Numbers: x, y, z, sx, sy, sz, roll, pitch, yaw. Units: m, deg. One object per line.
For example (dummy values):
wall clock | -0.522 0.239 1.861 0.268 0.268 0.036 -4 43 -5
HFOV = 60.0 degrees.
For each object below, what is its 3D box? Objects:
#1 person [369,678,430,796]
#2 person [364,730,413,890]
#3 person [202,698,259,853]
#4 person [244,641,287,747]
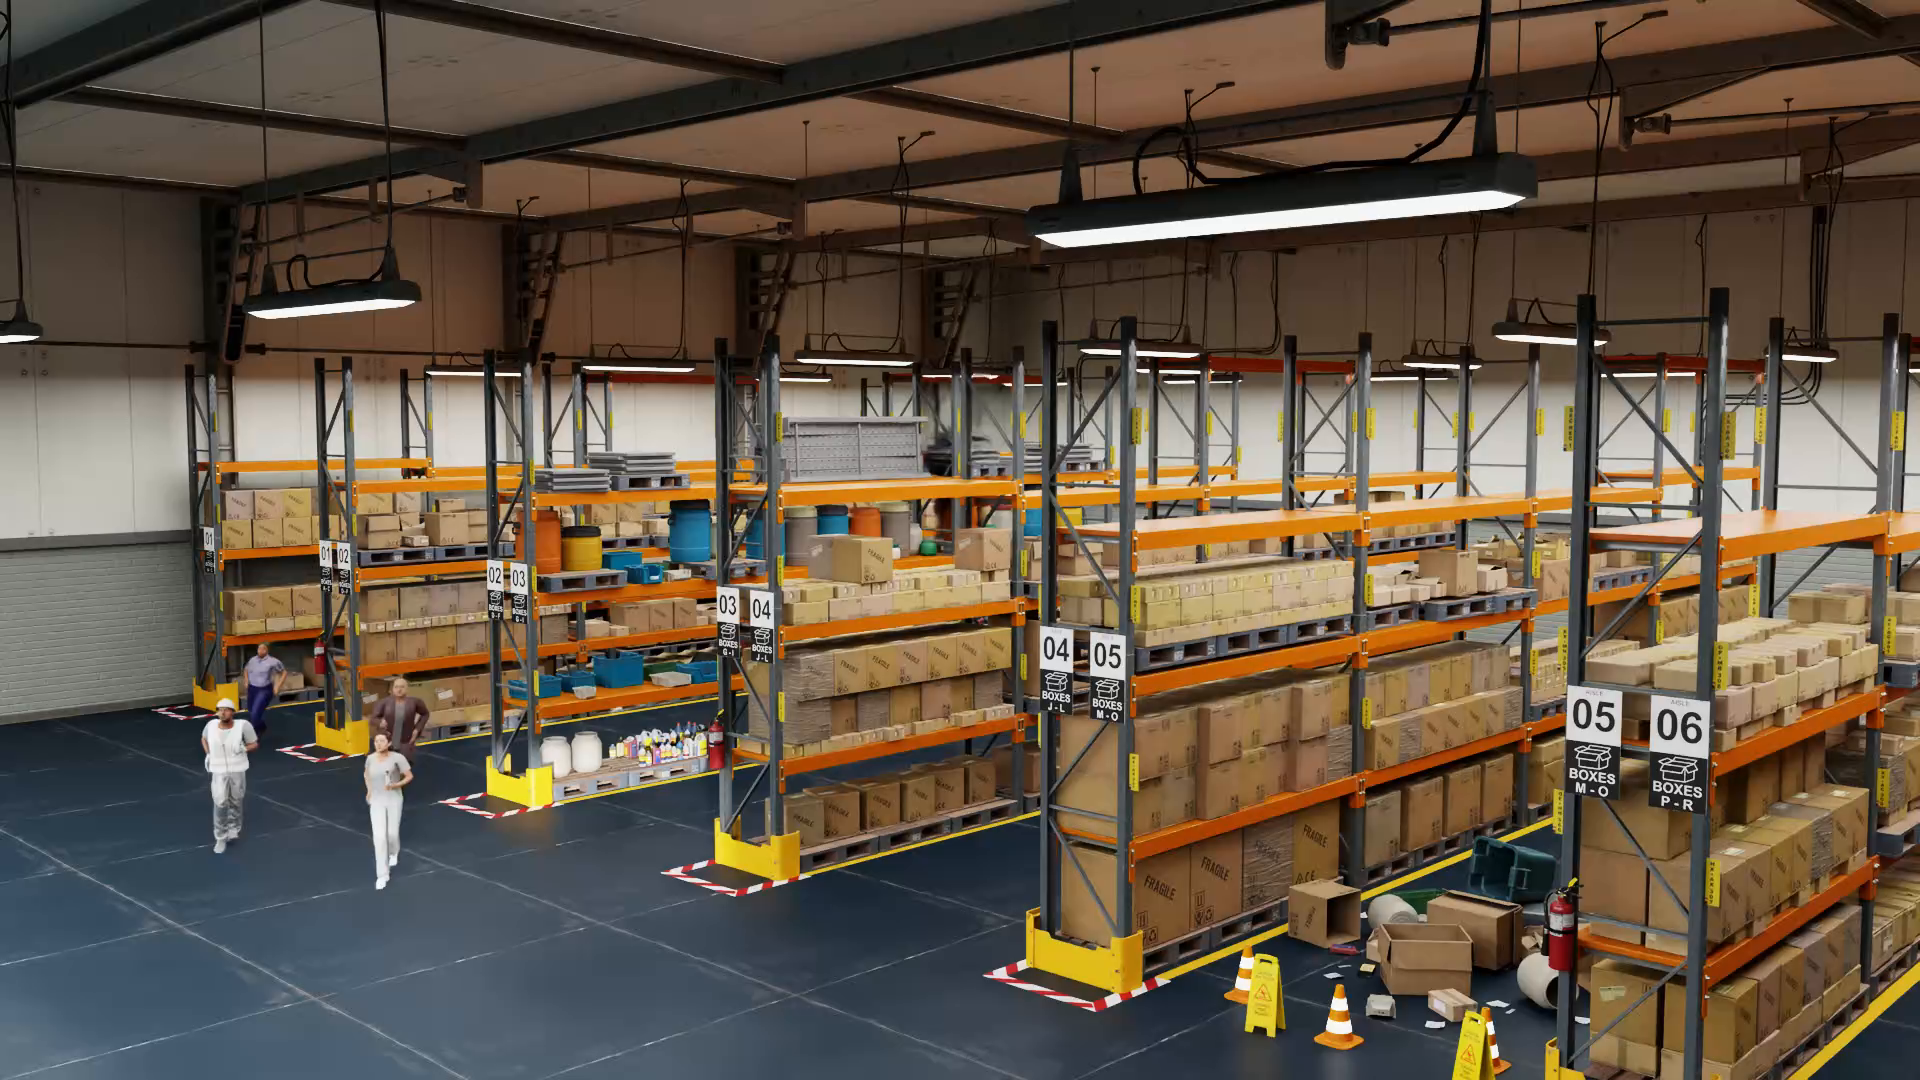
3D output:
person | -7.157 2.675 21.227 0.706 1.838 0.805 -1 4 -10
person | -6.319 2.925 18.380 0.558 1.681 0.891 -1 4 -8
person | -8.651 2.783 19.718 0.644 1.843 0.762 -2 5 -19
person | -10.803 2.419 25.757 0.692 1.548 0.854 1 4 12
